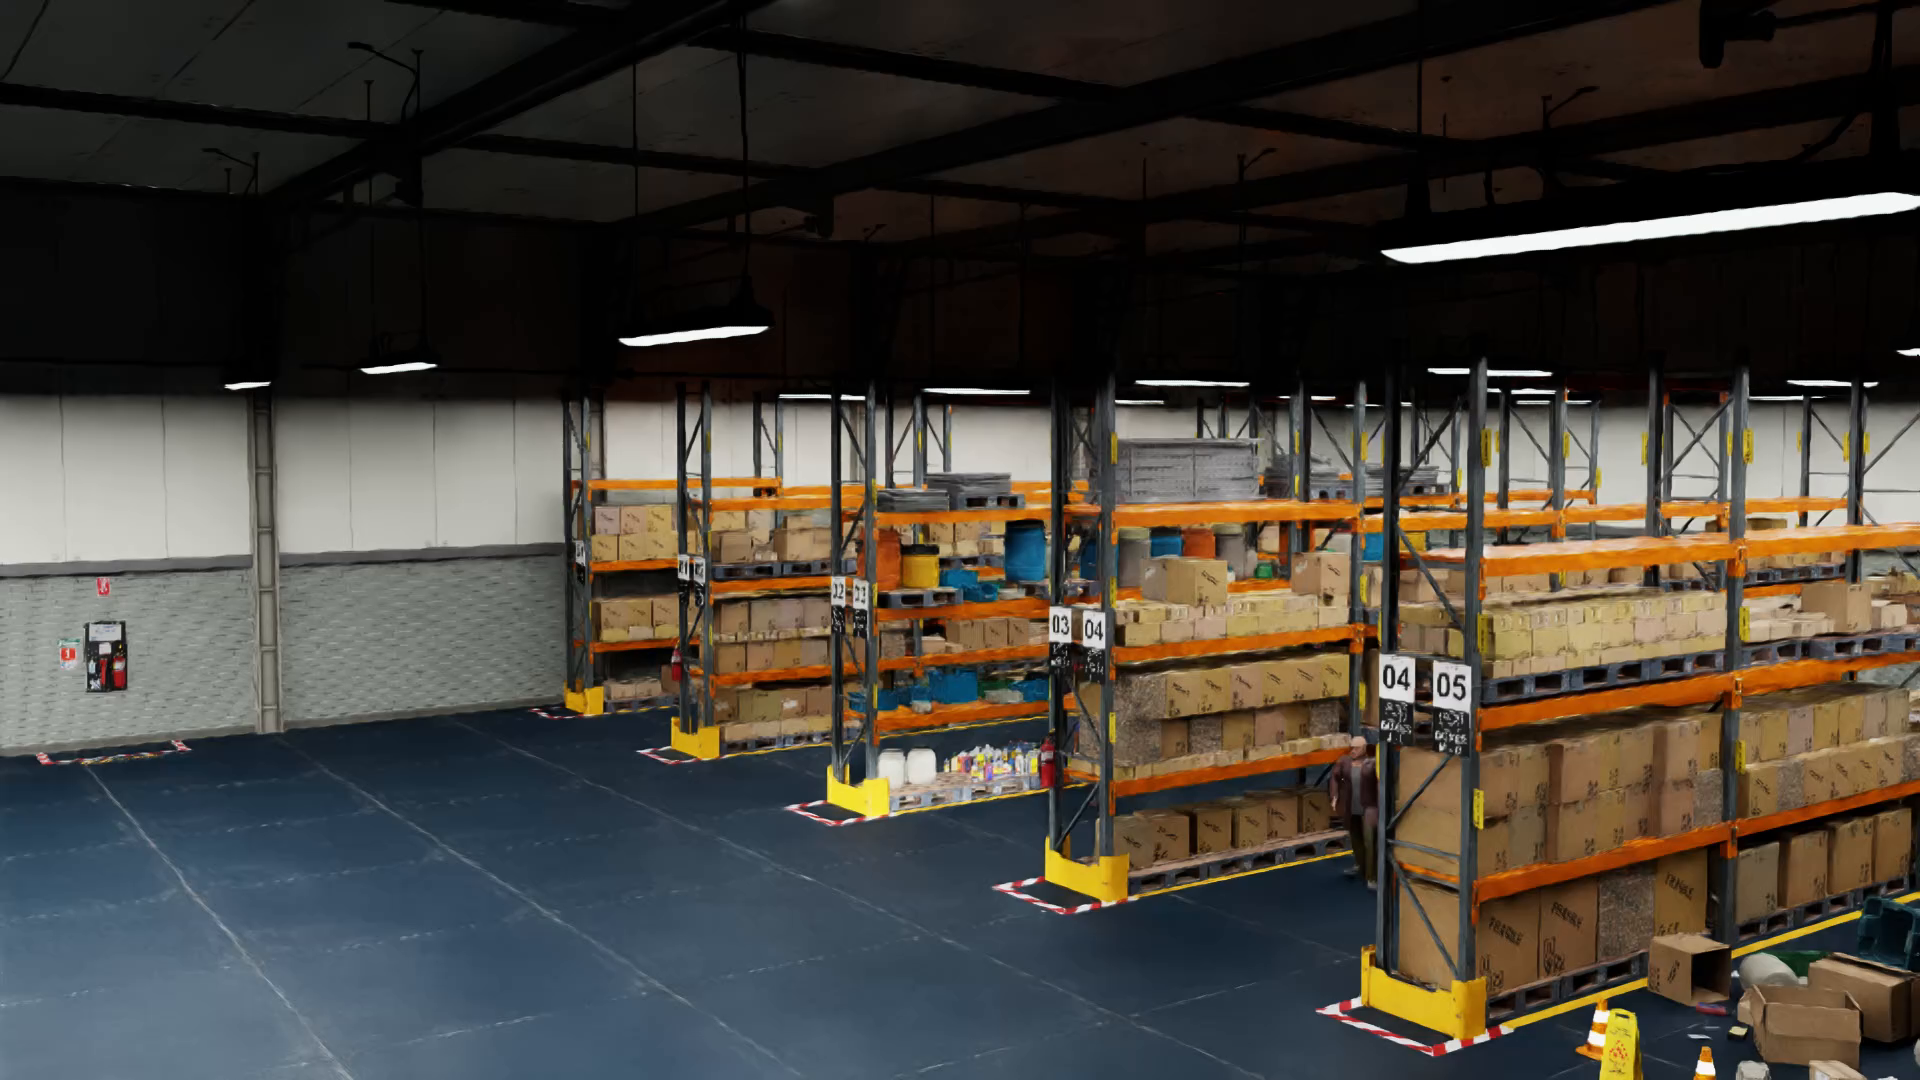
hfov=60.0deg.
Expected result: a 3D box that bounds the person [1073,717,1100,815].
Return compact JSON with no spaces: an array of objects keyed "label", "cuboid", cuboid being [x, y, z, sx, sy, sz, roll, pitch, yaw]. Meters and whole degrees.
[{"label":"person","cuboid":[1.892,3.000,22.697,0.626,1.405,0.805,3,5,37]}]

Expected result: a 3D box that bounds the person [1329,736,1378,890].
[{"label":"person","cuboid":[4.618,3.072,19.059,0.724,1.713,0.901,3,5,39]}]
